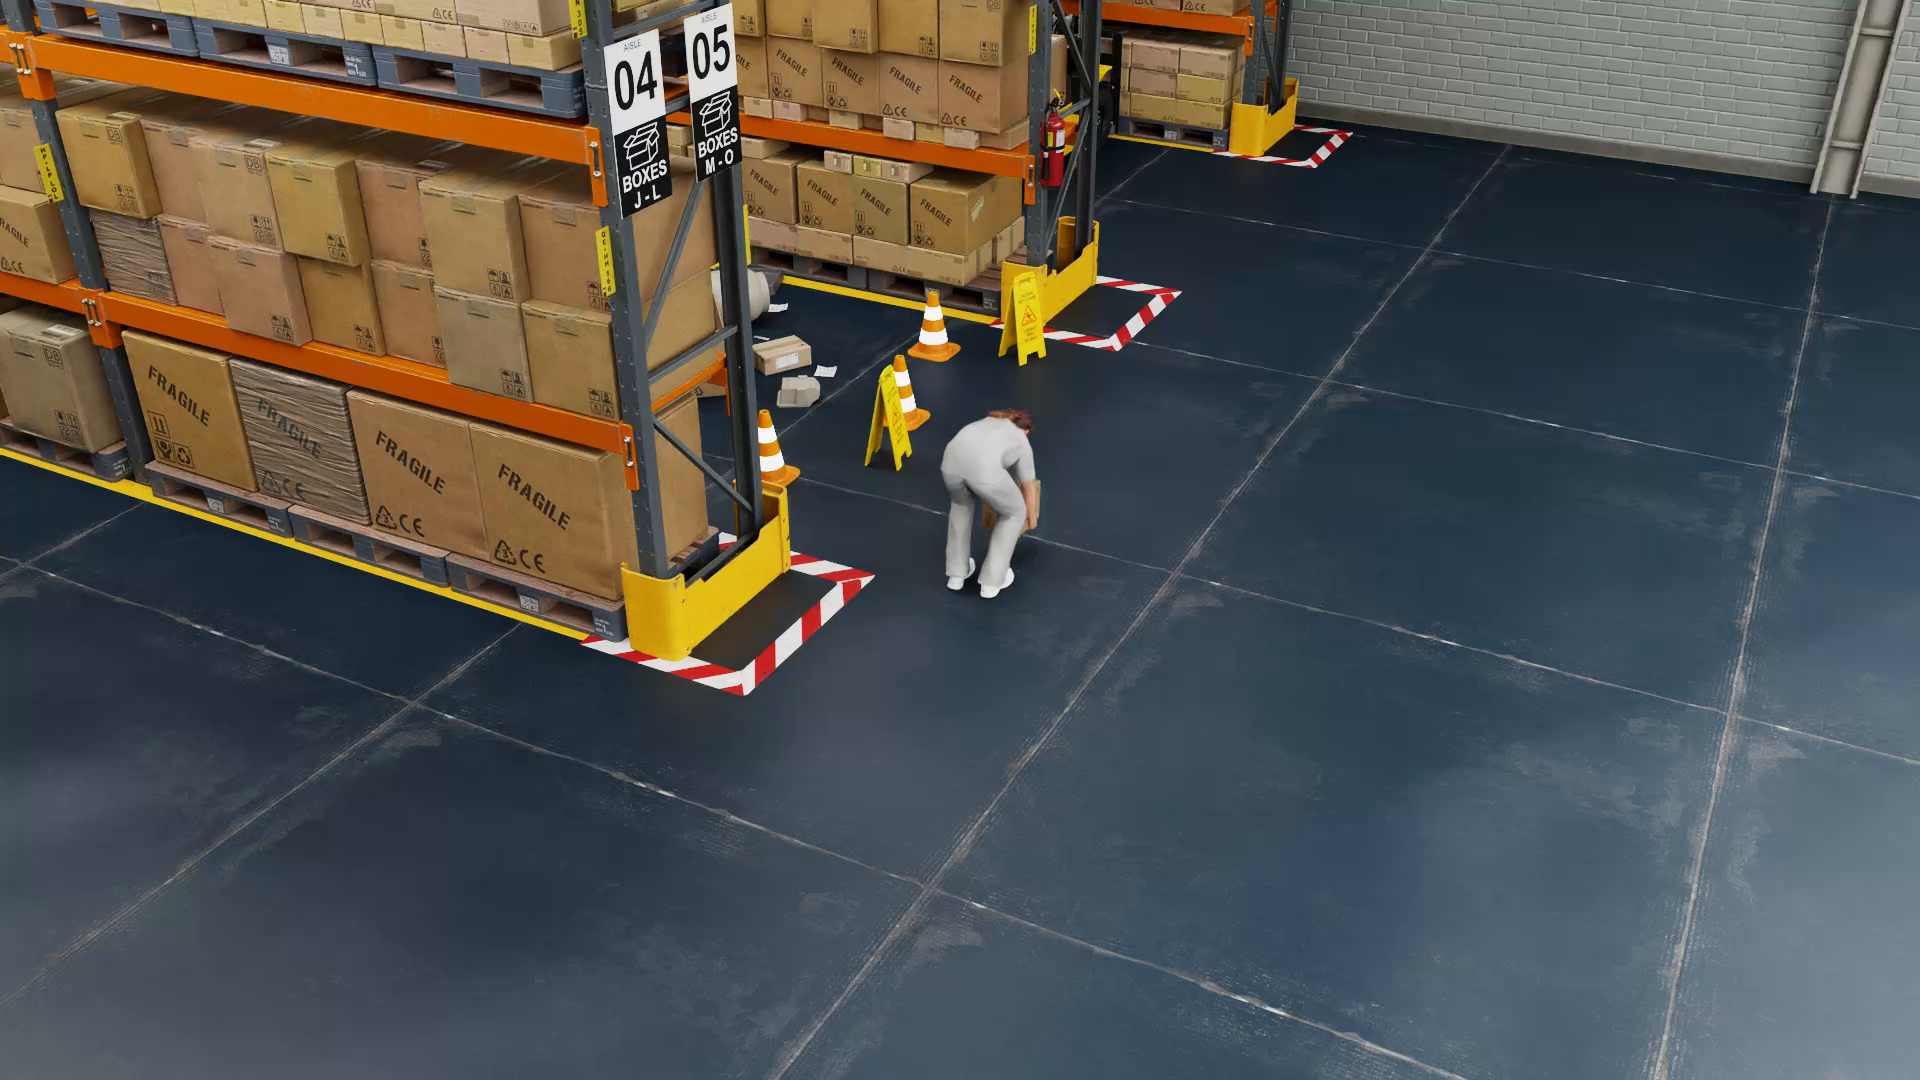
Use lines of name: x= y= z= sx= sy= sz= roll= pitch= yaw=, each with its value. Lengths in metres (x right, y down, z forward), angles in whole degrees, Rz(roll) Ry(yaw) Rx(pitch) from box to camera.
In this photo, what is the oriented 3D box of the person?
person: x=0.135 y=-0.490 z=9.186 sx=0.406 sy=1.626 sz=0.536 roll=14 pitch=33 yaw=22
